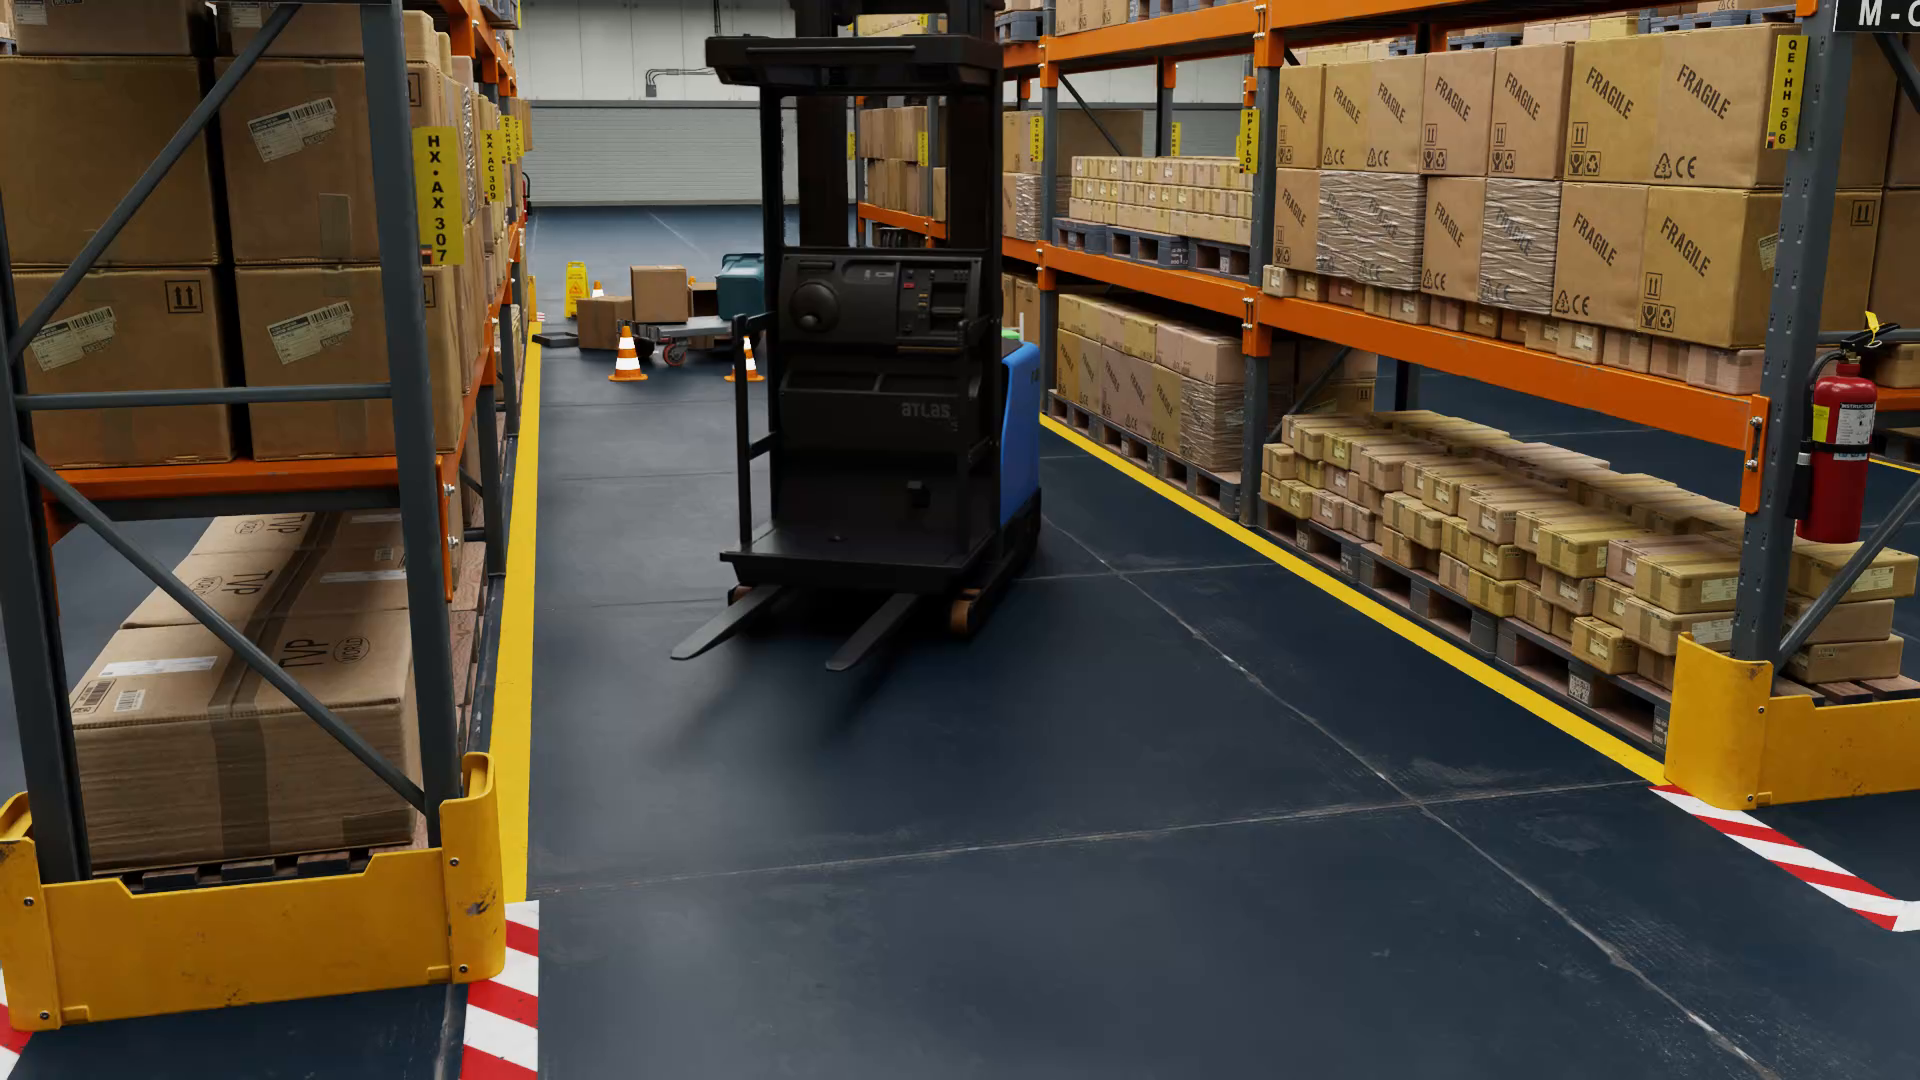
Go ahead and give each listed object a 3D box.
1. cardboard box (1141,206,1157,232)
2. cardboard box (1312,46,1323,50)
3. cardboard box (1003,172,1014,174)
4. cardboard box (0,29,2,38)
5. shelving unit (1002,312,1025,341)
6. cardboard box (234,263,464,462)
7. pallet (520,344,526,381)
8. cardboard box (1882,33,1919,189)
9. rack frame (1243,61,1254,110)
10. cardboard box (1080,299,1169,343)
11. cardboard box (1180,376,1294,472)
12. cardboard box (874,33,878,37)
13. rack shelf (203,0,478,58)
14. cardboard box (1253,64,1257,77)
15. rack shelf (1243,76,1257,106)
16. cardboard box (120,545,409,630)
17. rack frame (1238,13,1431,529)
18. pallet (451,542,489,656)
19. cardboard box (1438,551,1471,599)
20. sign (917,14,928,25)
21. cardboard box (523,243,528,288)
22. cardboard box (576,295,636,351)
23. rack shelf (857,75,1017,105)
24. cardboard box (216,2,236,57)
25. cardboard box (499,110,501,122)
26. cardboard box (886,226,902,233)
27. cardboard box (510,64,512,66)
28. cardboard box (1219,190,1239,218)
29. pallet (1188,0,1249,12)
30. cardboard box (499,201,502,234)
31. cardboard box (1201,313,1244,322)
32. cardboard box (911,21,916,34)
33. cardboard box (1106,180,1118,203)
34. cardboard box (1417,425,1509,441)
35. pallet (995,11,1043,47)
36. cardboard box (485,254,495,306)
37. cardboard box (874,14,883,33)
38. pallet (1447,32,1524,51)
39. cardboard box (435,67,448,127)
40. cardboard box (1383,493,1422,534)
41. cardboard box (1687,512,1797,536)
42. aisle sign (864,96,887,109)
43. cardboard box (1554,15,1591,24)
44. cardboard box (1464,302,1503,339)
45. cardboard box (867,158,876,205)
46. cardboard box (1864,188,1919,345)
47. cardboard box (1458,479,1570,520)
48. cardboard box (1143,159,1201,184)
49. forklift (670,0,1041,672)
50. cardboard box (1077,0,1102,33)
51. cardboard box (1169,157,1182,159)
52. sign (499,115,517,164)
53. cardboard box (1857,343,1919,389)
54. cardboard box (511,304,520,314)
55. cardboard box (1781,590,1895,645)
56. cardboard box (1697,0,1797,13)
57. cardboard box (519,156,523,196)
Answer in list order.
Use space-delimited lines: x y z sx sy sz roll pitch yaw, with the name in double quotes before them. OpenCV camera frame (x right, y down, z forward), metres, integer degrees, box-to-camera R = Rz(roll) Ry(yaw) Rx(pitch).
"cardboard box" 1.398 -2.083 10.778 0.380 0.149 0.250 -4 14 -15
"cardboard box" 4.298 -5.725 19.196 0.380 0.149 0.250 -3 14 -14
"cardboard box" 0.516 -2.850 14.060 0.500 0.500 0.500 -4 14 -14
"cardboard box" -9.825 -5.162 16.604 0.396 0.266 0.258 -3 14 -13
"shelving unit" 0.162 -0.669 9.139 0.258 1.200 0.503 -3 14 -13
"cardboard box" -1.627 -0.512 4.493 0.500 0.500 0.500 -3 14 -14
"pallet" -4.427 -1.571 14.913 1.003 0.211 1.213 -3 14 -13
"cardboard box" 3.148 -1.433 5.529 0.500 0.500 0.500 -3 14 -14
"rack frame" 4.082 -4.580 21.355 1.000 3.000 0.127 -3 14 -13
"cardboard box" 1.162 -1.546 11.737 0.500 0.250 0.500 -3 14 -14
"cardboard box" 1.637 -0.705 9.876 0.500 0.500 0.500 -4 14 -14
"cardboard box" -0.756 -5.585 18.580 0.380 0.149 0.250 -3 14 -13
"rack shelf" -2.263 -1.906 5.604 1.077 0.370 4.000 -3 14 -13
"cardboard box" 3.944 -5.839 20.503 0.500 0.250 0.500 -3 14 -12
"rack shelf" 4.552 -5.227 19.196 1.077 0.370 4.000 -3 14 -13
"cardboard box" -2.268 0.346 5.703 0.875 0.438 0.875 -3 14 -12
"rack frame" 2.056 -1.559 8.987 1.000 3.000 0.127 -3 14 -13
"pallet" -2.630 0.275 7.358 1.003 0.211 1.213 -3 14 -13
"cardboard box" 2.295 0.140 7.157 0.380 0.149 0.250 -3 14 -12
"sign" -0.362 -5.120 15.987 0.100 0.325 0.005 -3 14 -13
"cardboard box" -4.983 -2.970 18.092 0.500 0.500 0.500 -3 14 -11
"cardboard box" -3.540 -2.215 16.935 0.500 0.500 0.500 7 15 26
"rack shelf" -0.293 -4.973 18.159 1.077 0.370 4.000 -3 14 -13
"cardboard box" -1.738 -1.340 4.408 0.380 0.149 0.250 -3 14 -12
"cardboard box" -4.021 -3.503 13.857 0.380 0.149 0.250 -4 14 -16
"cardboard box" -0.331 -3.143 19.065 0.875 0.875 0.875 -4 14 -14
"cardboard box" -4.791 -4.945 17.054 0.380 0.149 0.250 -3 14 -14
"cardboard box" 1.707 -1.927 9.511 0.380 0.149 0.250 -3 14 -13
"pallet" 2.014 -3.073 9.261 1.213 0.211 1.003 -3 14 -13
"cardboard box" -2.925 -1.900 9.647 0.500 0.250 0.500 -4 14 -15
"cardboard box" 1.896 -1.339 10.888 0.500 0.250 0.500 -3 14 -11
"cardboard box" -0.279 -5.116 16.663 0.380 0.149 0.250 -3 14 -12
"cardboard box" 1.226 -2.403 11.462 0.380 0.149 0.250 -3 14 -13
"cardboard box" 2.556 -0.486 8.463 0.380 0.149 0.250 -3 14 -14
"pallet" 0.913 -3.993 13.027 1.213 0.211 1.003 -3 14 -11
"cardboard box" -2.579 -1.303 8.256 0.500 0.250 0.500 -4 14 -14
"cardboard box" -0.659 -5.750 18.414 0.500 0.250 0.500 -3 14 -14
"pallet" 5.310 -4.636 15.658 1.213 0.211 1.003 -3 14 -13
"cardboard box" -1.757 -1.117 4.860 0.500 0.500 0.500 -4 14 -15
"cardboard box" 2.169 -0.125 7.612 0.380 0.149 0.250 -3 14 -14
"cardboard box" 3.086 -0.006 6.501 0.380 0.149 0.250 -3 14 -13
"aisle sign" -1.071 -5.590 20.009 0.394 0.787 0.004 -3 14 -13
"cardboard box" 5.475 -4.697 14.249 0.500 0.500 0.500 -3 14 -13
"cardboard box" 2.349 -0.936 6.967 0.380 0.149 0.250 -3 14 -12
"cardboard box" -0.632 -4.317 19.961 0.875 0.550 0.550 -3 14 -13
"cardboard box" 3.158 -0.948 5.650 0.500 0.500 0.500 -3 14 -11
"cardboard box" 2.366 -0.155 7.110 0.380 0.149 0.250 -4 14 -15
"cardboard box" 1.402 -2.374 10.716 0.380 0.149 0.250 -3 14 -14
"forklift" -0.408 -1.100 7.254 1.130 2.935 3.031 3 14 13
"cardboard box" 1.116 -3.726 11.326 0.500 0.500 0.500 -3 14 -13
"cardboard box" 1.734 -2.707 12.078 0.380 0.149 0.250 -3 14 -14
"sign" -3.133 -2.777 11.532 0.100 0.325 0.005 -3 14 -13
"cardboard box" 3.238 -0.607 5.621 0.380 0.149 0.250 -3 14 -14
"cardboard box" -4.486 -1.912 15.084 0.950 0.372 0.625 -3 14 -12
"cardboard box" 3.121 0.265 6.017 0.380 0.149 0.250 -3 14 -11
"cardboard box" 6.174 -4.309 12.823 0.797 0.503 0.637 -2 14 -10
"cardboard box" -5.042 -3.995 18.123 0.500 0.500 0.500 -3 14 -13
